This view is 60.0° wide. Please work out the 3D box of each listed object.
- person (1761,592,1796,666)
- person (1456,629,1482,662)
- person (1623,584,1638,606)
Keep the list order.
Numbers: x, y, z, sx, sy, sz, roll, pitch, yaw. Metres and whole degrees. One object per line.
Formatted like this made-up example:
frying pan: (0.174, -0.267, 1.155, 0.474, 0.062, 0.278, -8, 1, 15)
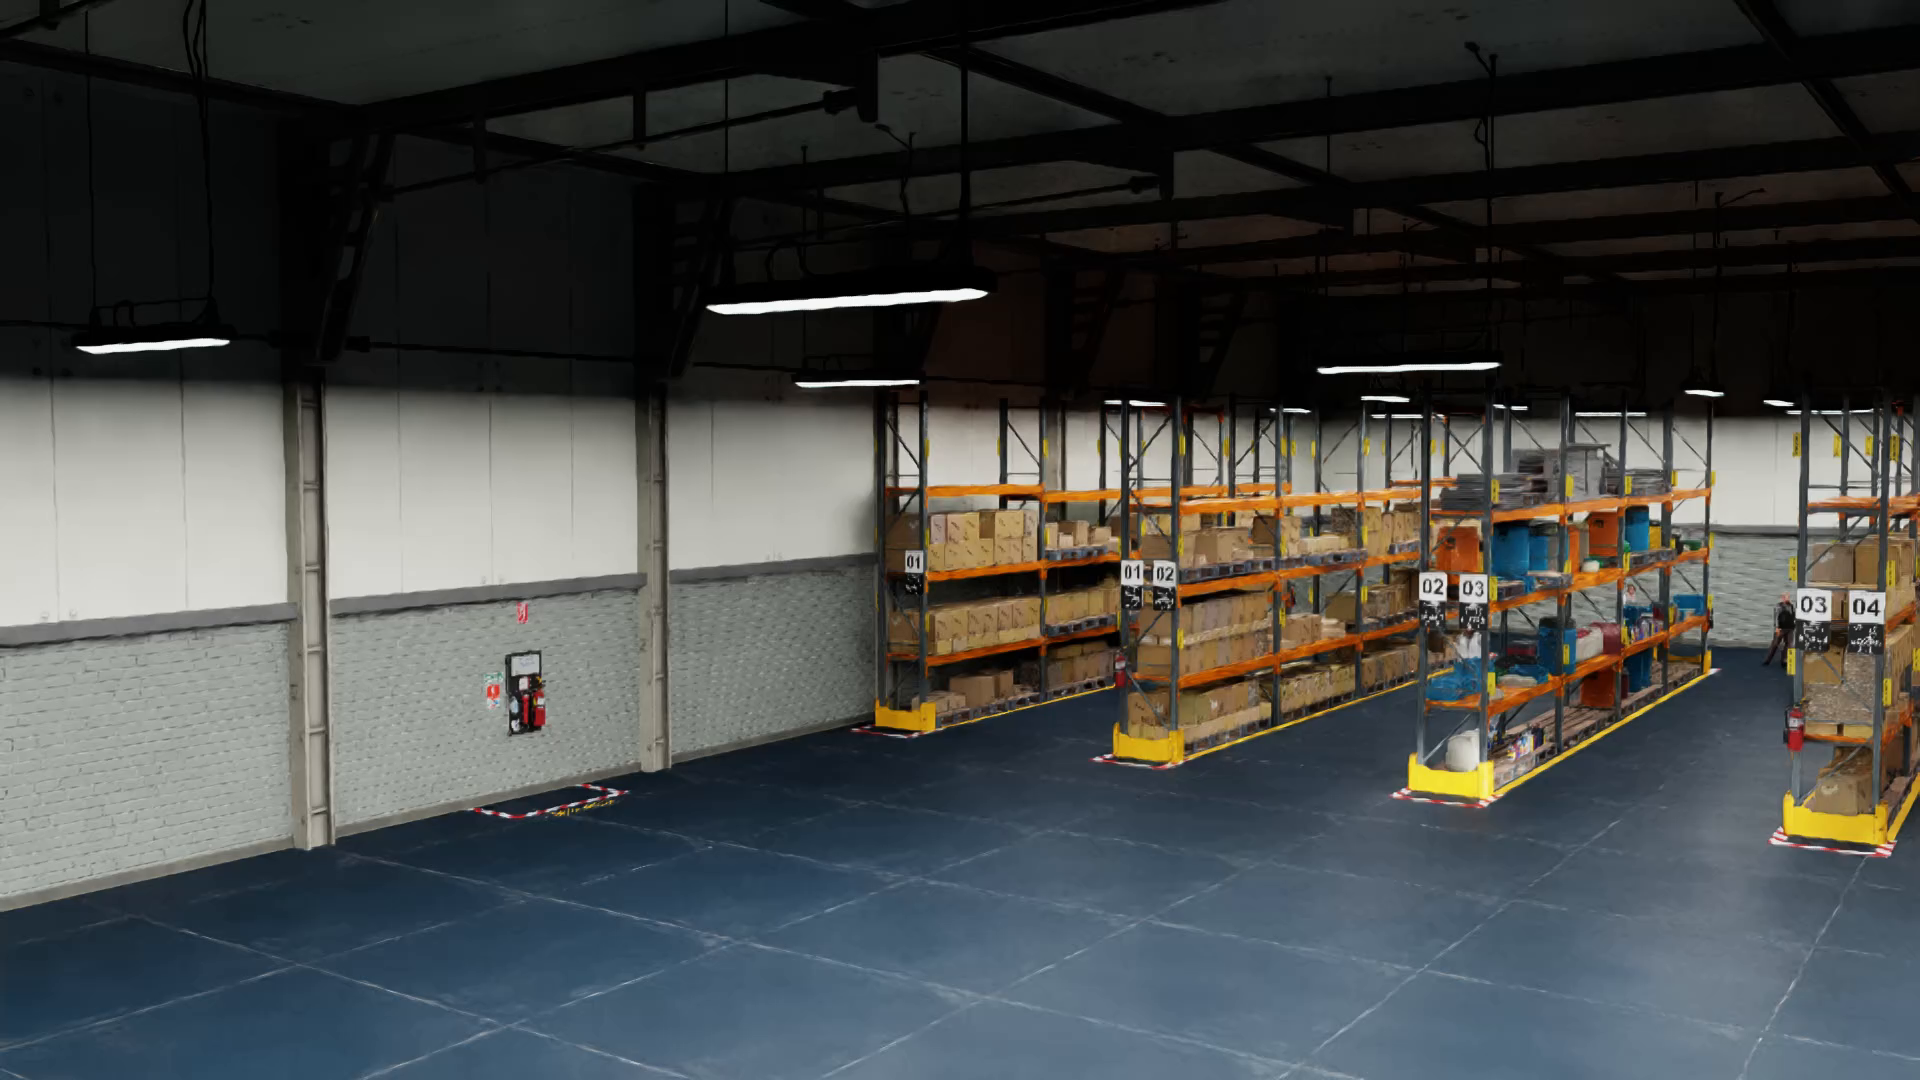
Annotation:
person: (18.771, 2.036, 38.111, 0.713, 1.715, 0.491, -1, 3, -12)
person: (9.897, 2.350, 32.299, 0.543, 1.700, 1.114, 2, 4, 37)
person: (16.678, 1.896, 41.755, 0.600, 1.589, 0.472, -1, 3, -10)
